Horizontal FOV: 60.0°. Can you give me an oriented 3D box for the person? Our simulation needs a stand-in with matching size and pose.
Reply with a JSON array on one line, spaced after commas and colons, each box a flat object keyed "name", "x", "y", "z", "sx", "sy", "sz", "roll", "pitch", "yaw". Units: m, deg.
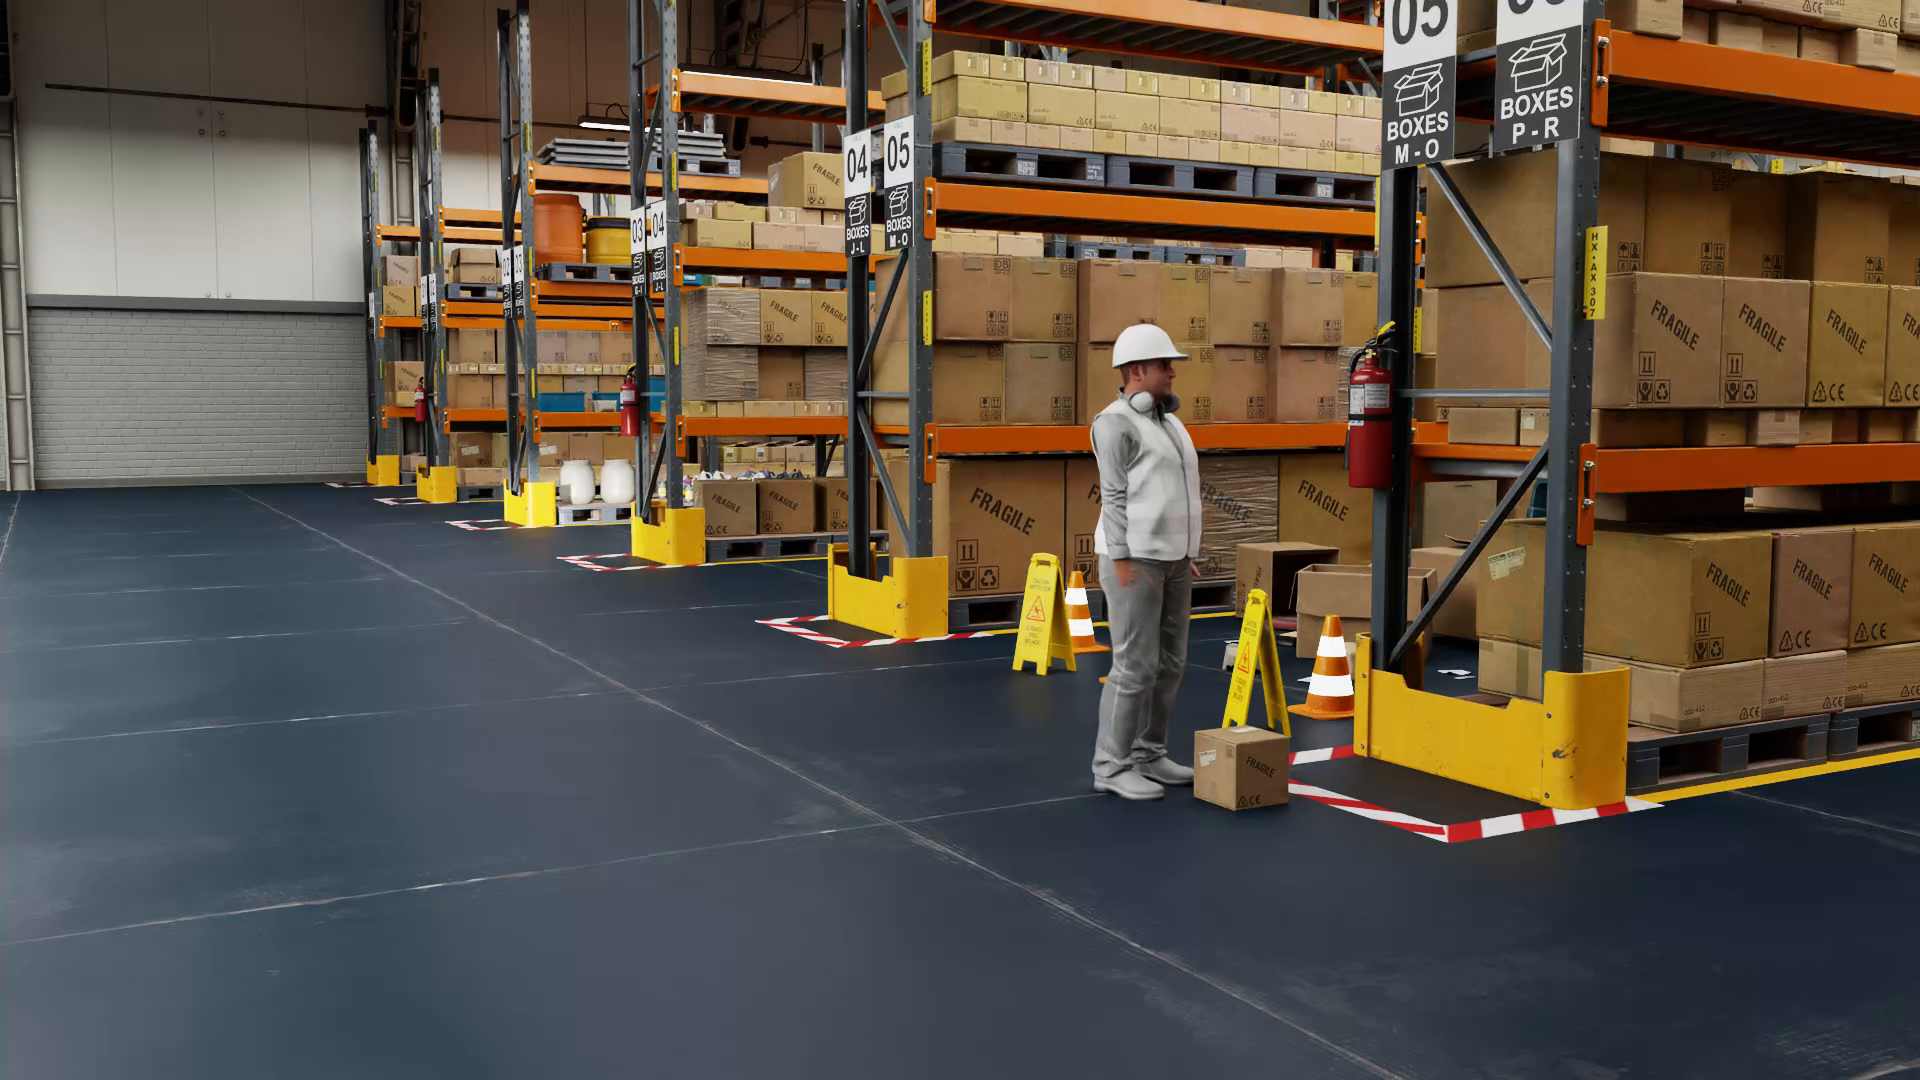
[{"name": "person", "x": 0.724, "y": 0.070, "z": 6.342, "sx": 0.359, "sy": 1.774, "sz": 0.531, "roll": 3, "pitch": 6, "yaw": 35}]
